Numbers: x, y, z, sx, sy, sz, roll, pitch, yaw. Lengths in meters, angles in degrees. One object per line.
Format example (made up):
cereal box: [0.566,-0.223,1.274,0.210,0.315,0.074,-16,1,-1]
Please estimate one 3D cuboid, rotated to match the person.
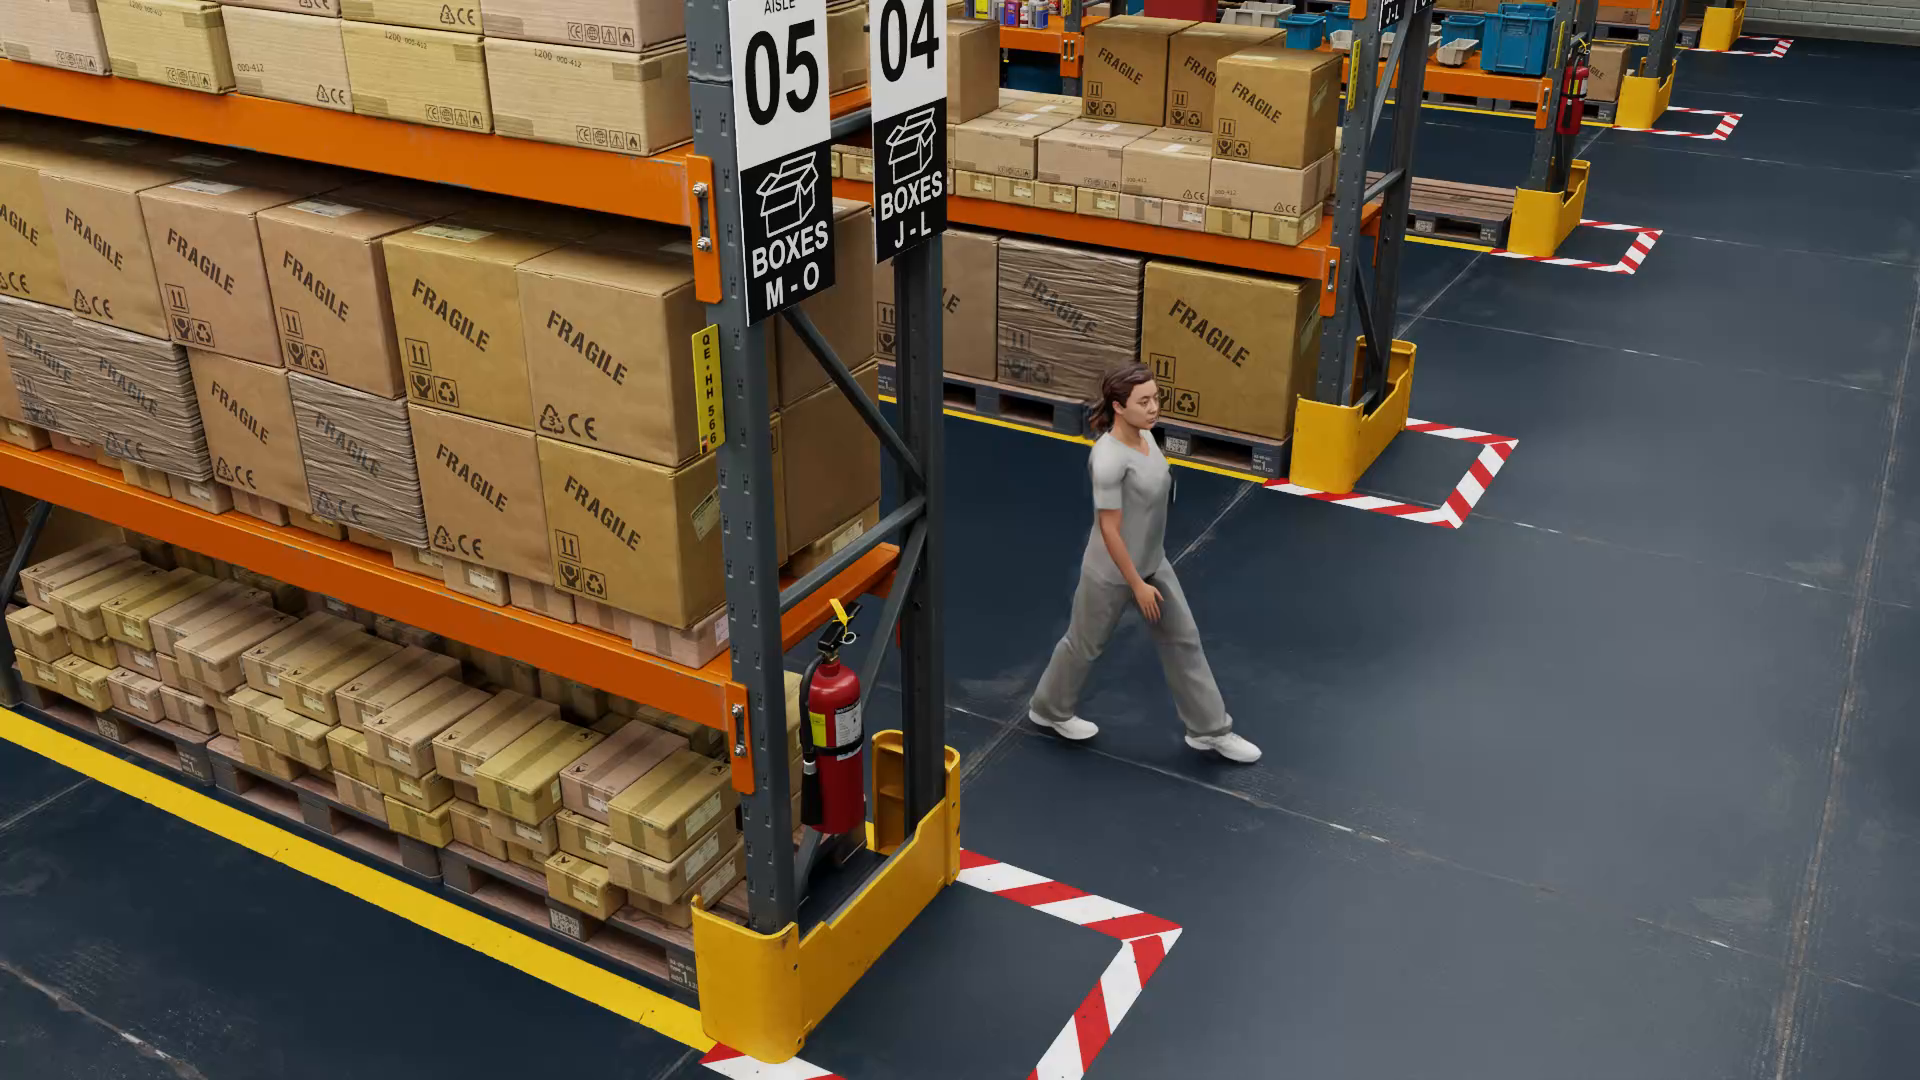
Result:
person: [0.707,0.117,6.364,0.932,1.634,0.478,16,31,28]
